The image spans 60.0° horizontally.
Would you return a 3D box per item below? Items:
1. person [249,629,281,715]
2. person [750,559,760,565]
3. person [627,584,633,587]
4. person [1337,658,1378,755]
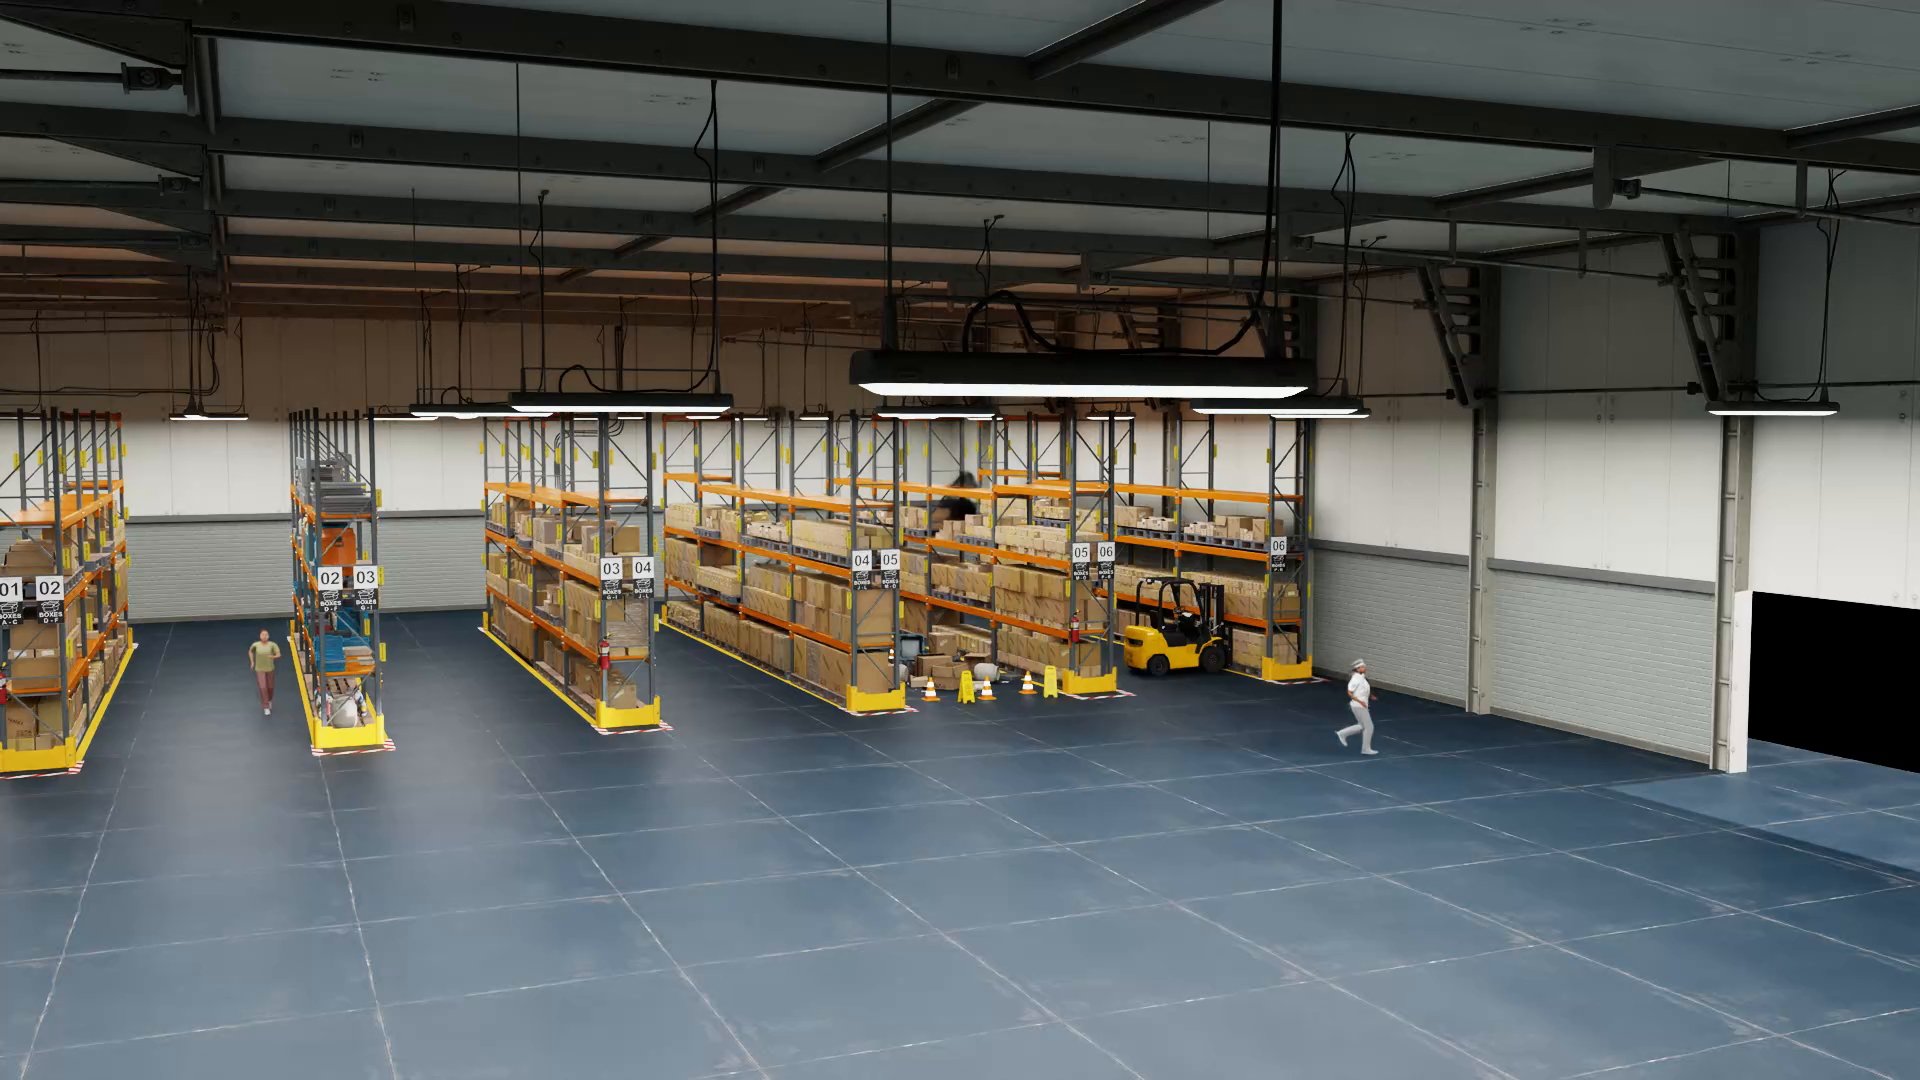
[{"bbox_3d":[-13.691,2.568,32.791,0.576,1.652,0.947,-2,4,-25],"label":"person"},{"bbox_3d":[-6.133,1.391,50.318,0.563,1.619,0.651,-1,4,-19],"label":"person"},{"bbox_3d":[-8.891,1.706,45.631,0.603,1.640,0.835,-1,4,-16],"label":"person"},{"bbox_3d":[6.887,2.873,28.808,0.739,1.660,0.584,2,4,23],"label":"person"}]
